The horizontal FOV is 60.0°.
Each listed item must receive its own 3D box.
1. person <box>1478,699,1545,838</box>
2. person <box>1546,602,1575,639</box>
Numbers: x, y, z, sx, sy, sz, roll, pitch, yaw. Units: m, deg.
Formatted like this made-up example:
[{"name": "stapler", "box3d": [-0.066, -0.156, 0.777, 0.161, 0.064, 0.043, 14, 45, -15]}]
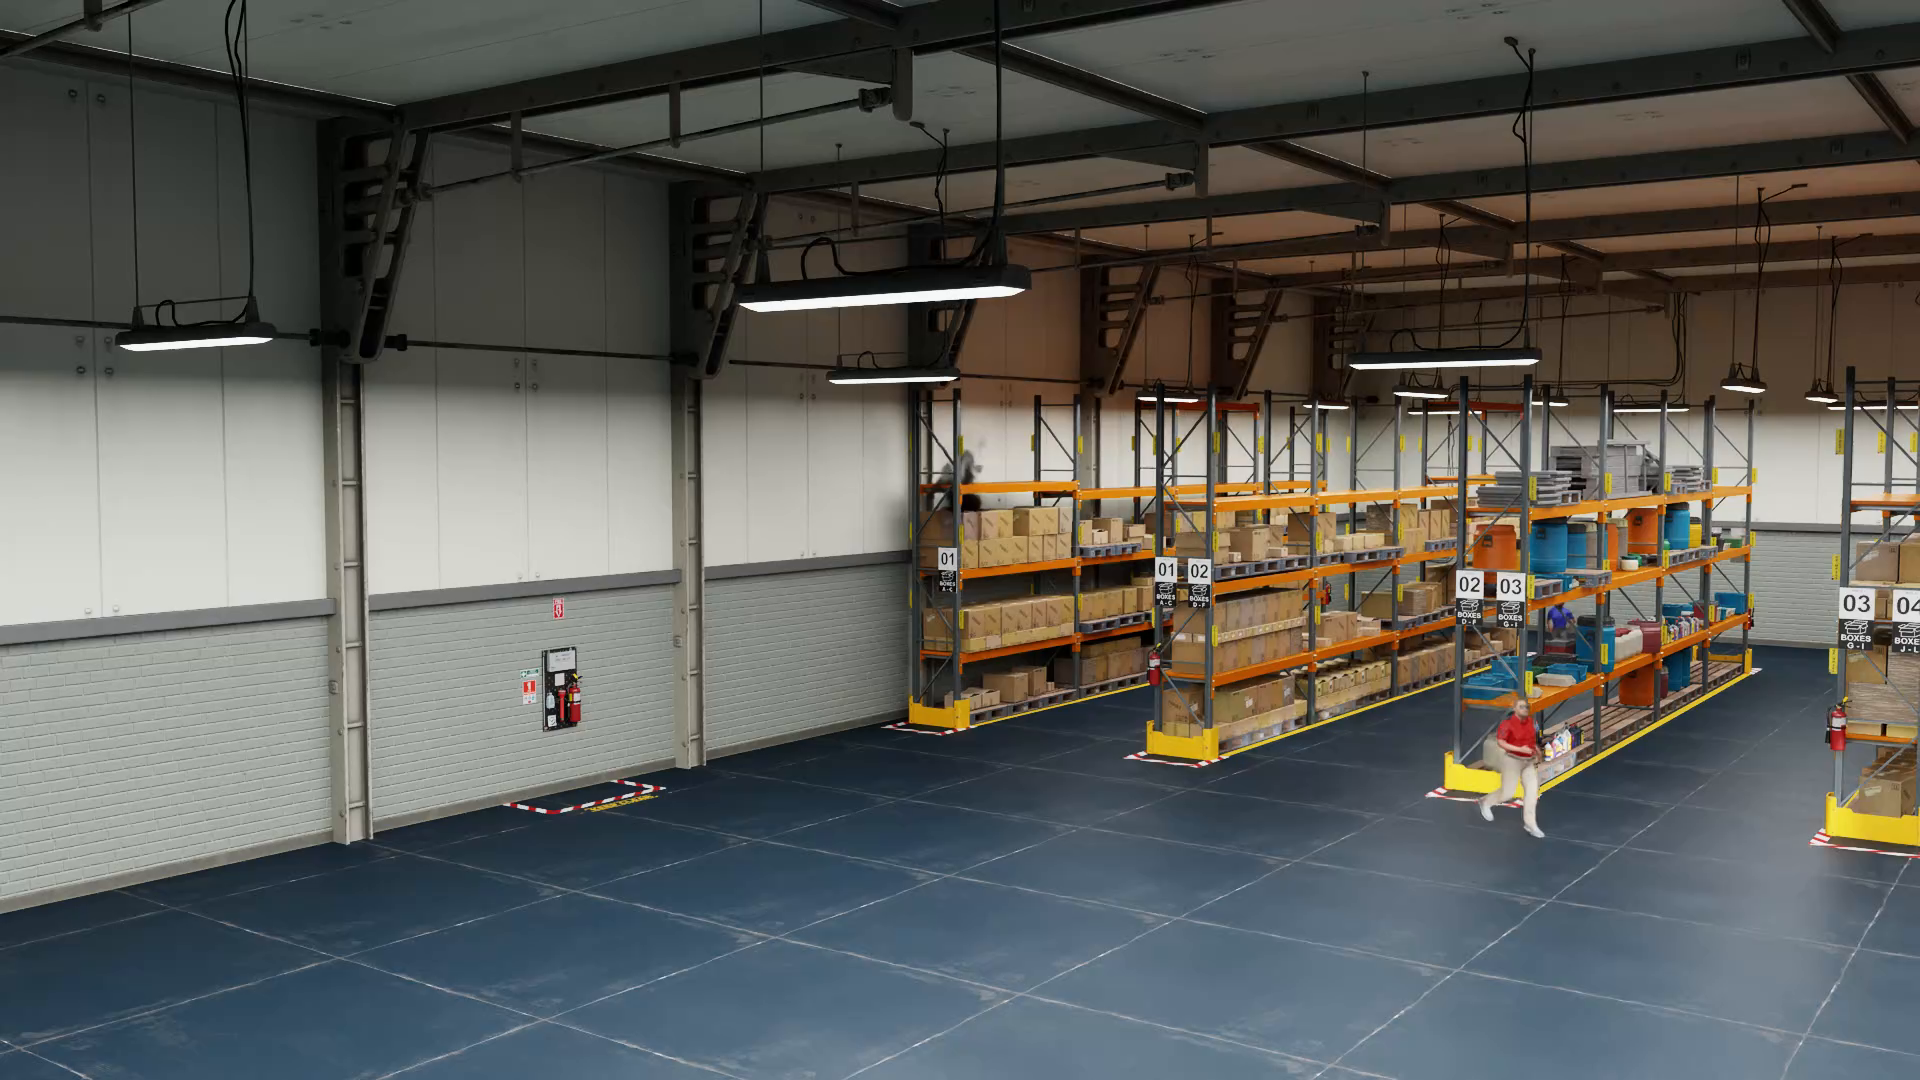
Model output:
[{"name": "person", "box3d": [7.212, 2.920, 21.584, 0.673, 1.739, 0.968, -1, 4, -23]}, {"name": "person", "box3d": [13.419, 2.094, 37.176, 0.622, 1.636, 0.601, 1, 4, 23]}]
